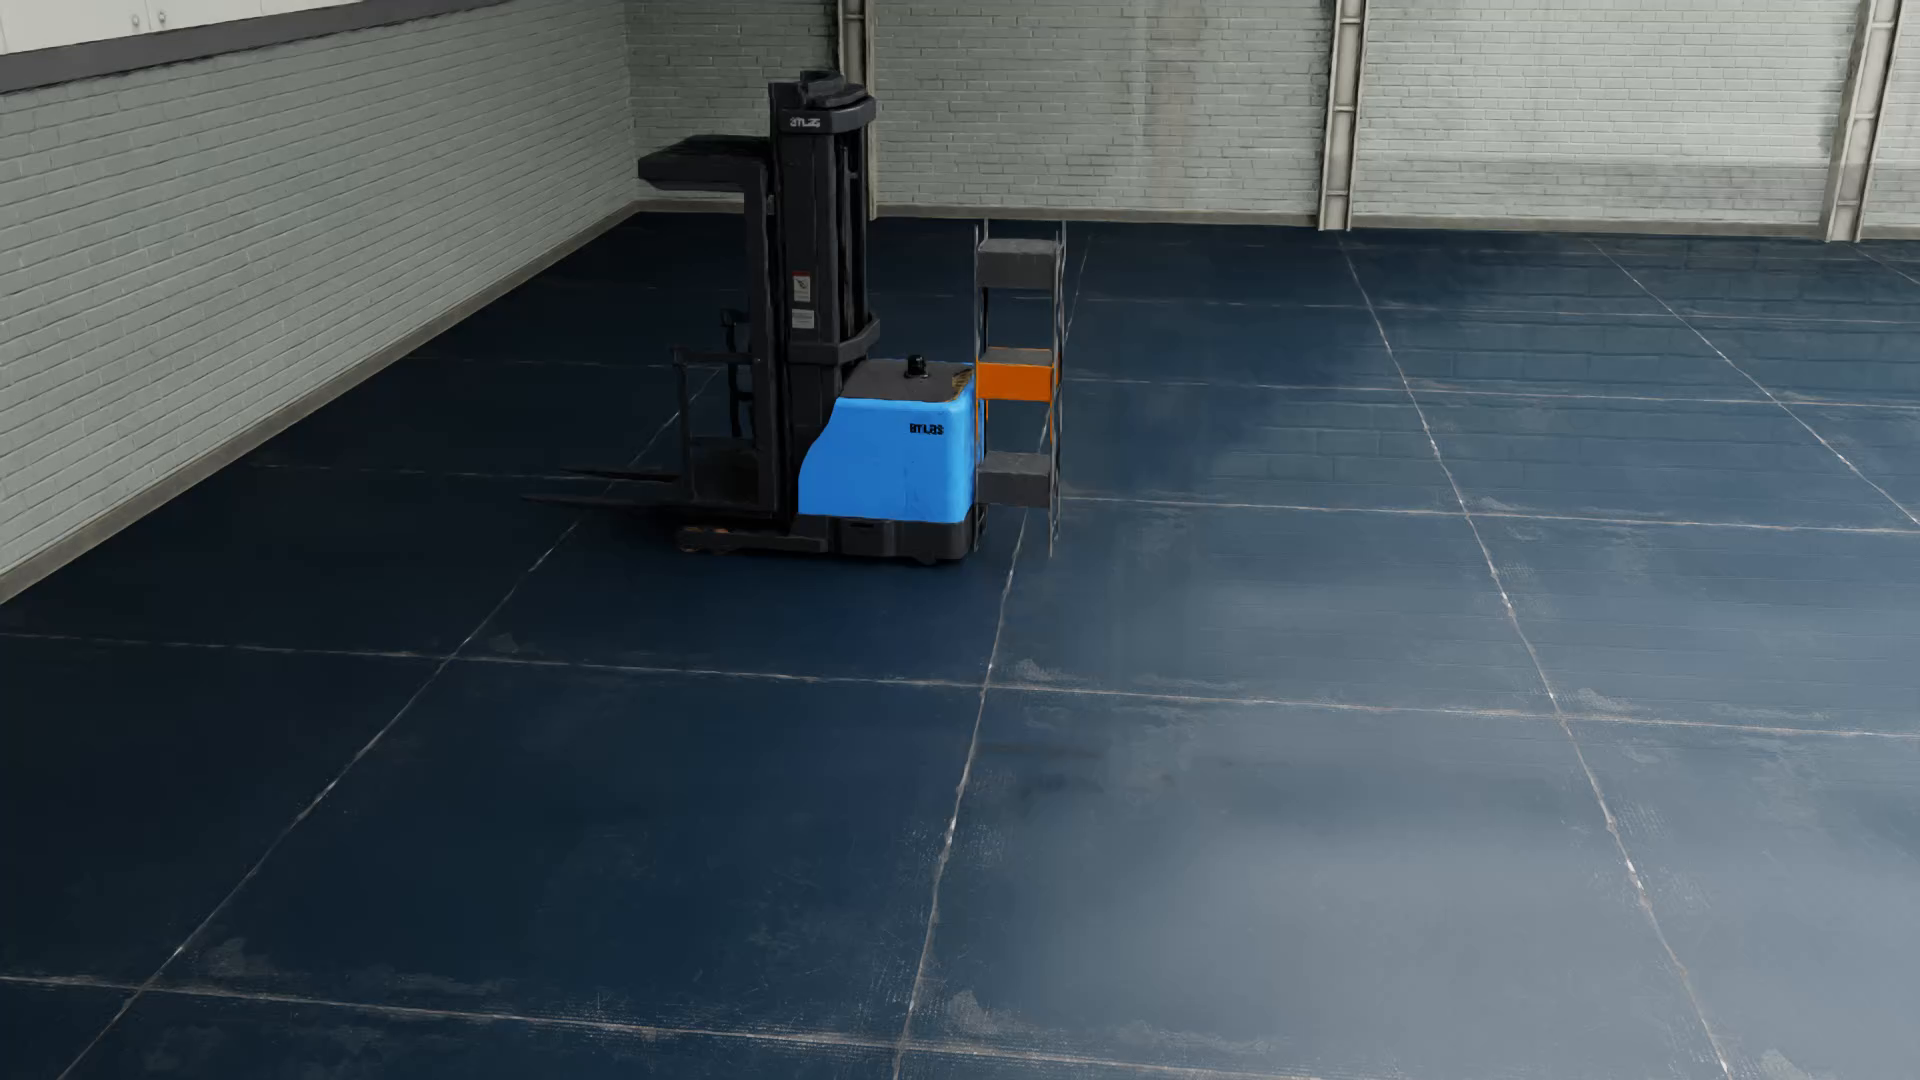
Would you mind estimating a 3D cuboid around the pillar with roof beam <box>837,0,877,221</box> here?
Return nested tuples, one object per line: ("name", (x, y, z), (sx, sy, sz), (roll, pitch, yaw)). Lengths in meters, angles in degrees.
("pillar with roof beam", (-1.796, -6.768, 15.818), (0.400, 9.000, 9.100), (2, 22, 6))

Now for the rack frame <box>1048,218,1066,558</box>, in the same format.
("rack frame", (0.611, -0.936, 10.451), (0.015, 2.100, 0.400), (4, 22, 10))

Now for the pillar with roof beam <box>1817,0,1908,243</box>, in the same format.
("pillar with roof beam", (10.121, -6.248, 14.505), (0.400, 9.000, 9.100), (2, 22, 6))

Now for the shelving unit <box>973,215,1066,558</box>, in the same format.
("shelving unit", (0.371, -0.952, 10.492), (0.503, 2.100, 0.431), (4, 22, 10))

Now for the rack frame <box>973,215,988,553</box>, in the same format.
("rack frame", (0.131, -0.968, 10.533), (0.015, 2.100, 0.400), (4, 22, 10))

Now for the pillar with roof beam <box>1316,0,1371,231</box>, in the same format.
("pillar with roof beam", (4.163, -6.508, 15.162), (0.400, 9.000, 9.100), (2, 22, 6))

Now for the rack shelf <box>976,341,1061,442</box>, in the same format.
("rack shelf", (0.371, -0.939, 10.497), (0.480, 0.518, 0.431), (4, 22, 10))

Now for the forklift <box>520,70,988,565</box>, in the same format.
("forklift", (-1.374, -1.456, 10.636), (3.031, 2.935, 1.130), (4, 22, 10))

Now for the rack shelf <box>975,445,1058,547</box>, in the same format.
("rack shelf", (0.371, -0.288, 10.754), (0.480, 0.518, 0.431), (4, 22, 10))

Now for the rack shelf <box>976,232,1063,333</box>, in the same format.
("rack shelf", (0.371, -1.590, 10.240), (0.480, 0.518, 0.431), (4, 22, 10))
